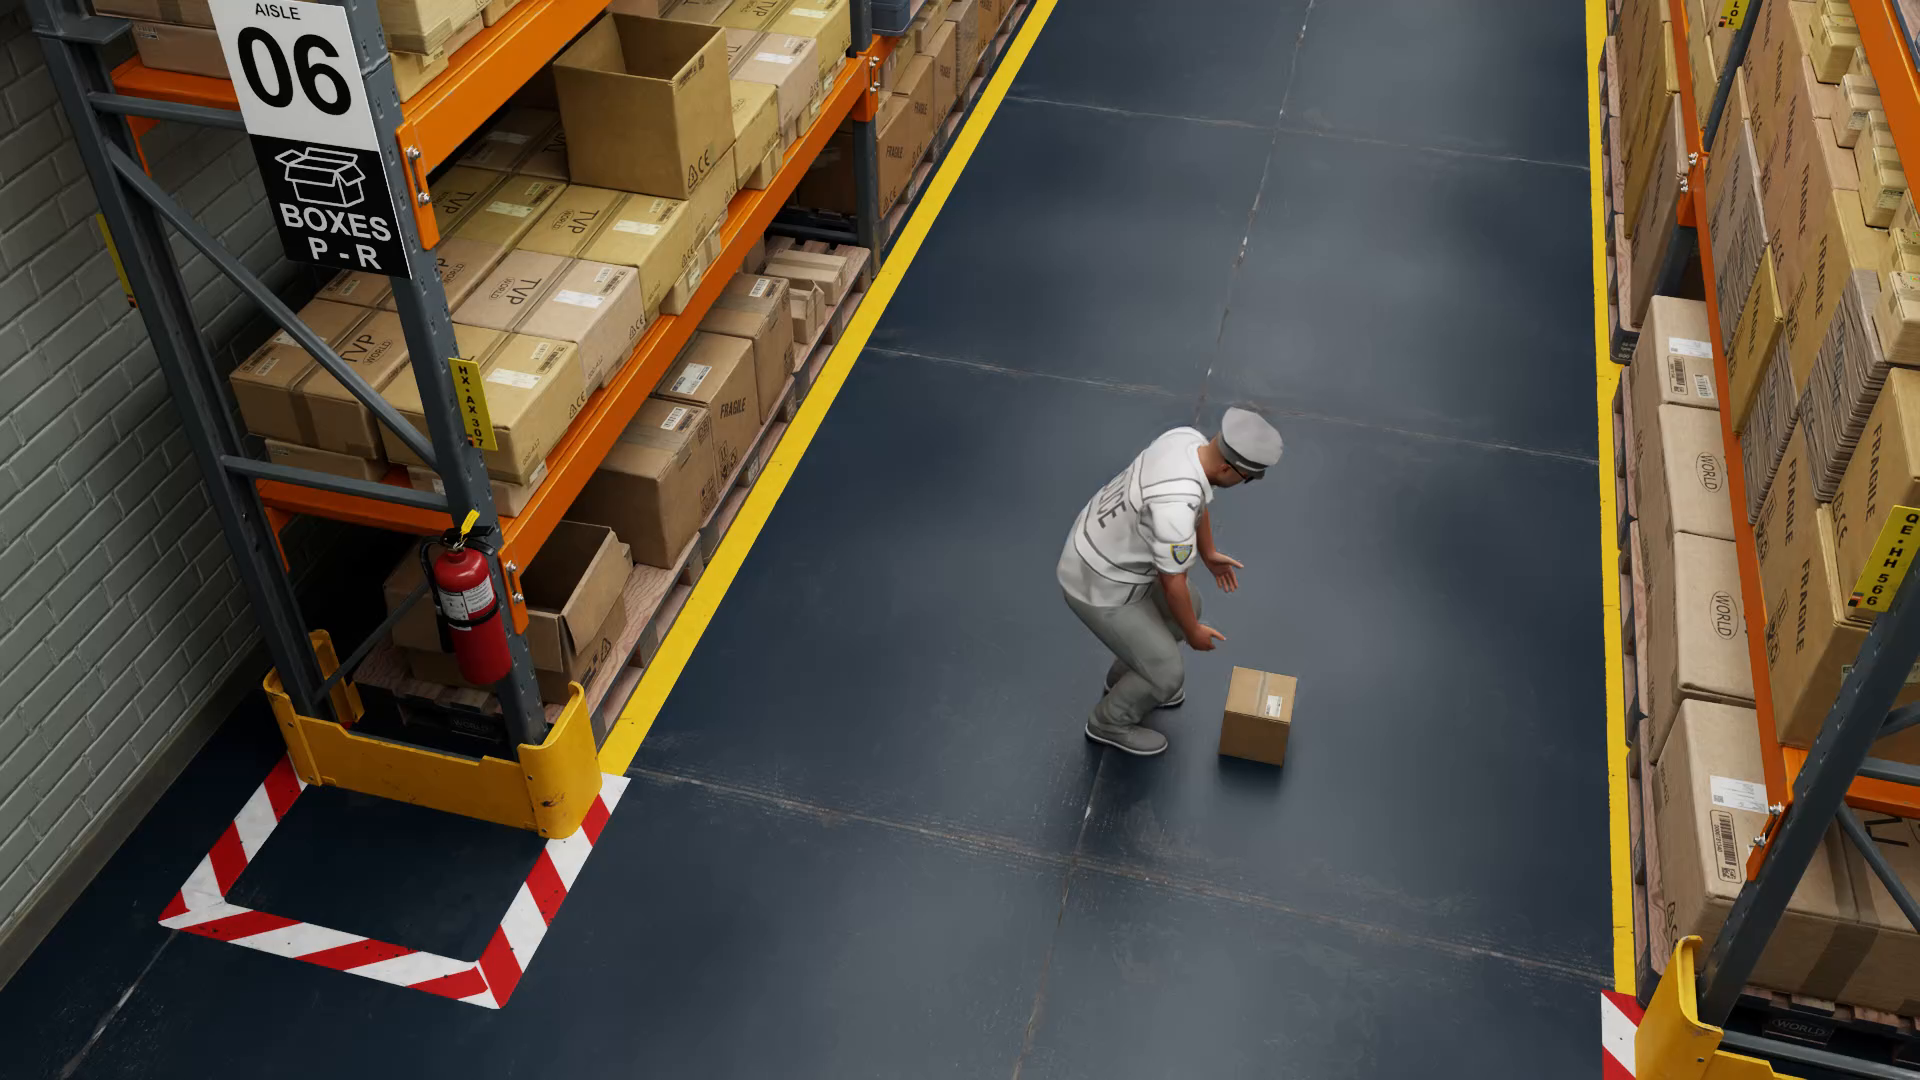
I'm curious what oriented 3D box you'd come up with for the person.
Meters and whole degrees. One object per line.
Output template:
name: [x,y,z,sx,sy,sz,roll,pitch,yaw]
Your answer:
person: [0.749,0.127,6.209,0.750,1.496,0.588,10,42,12]
